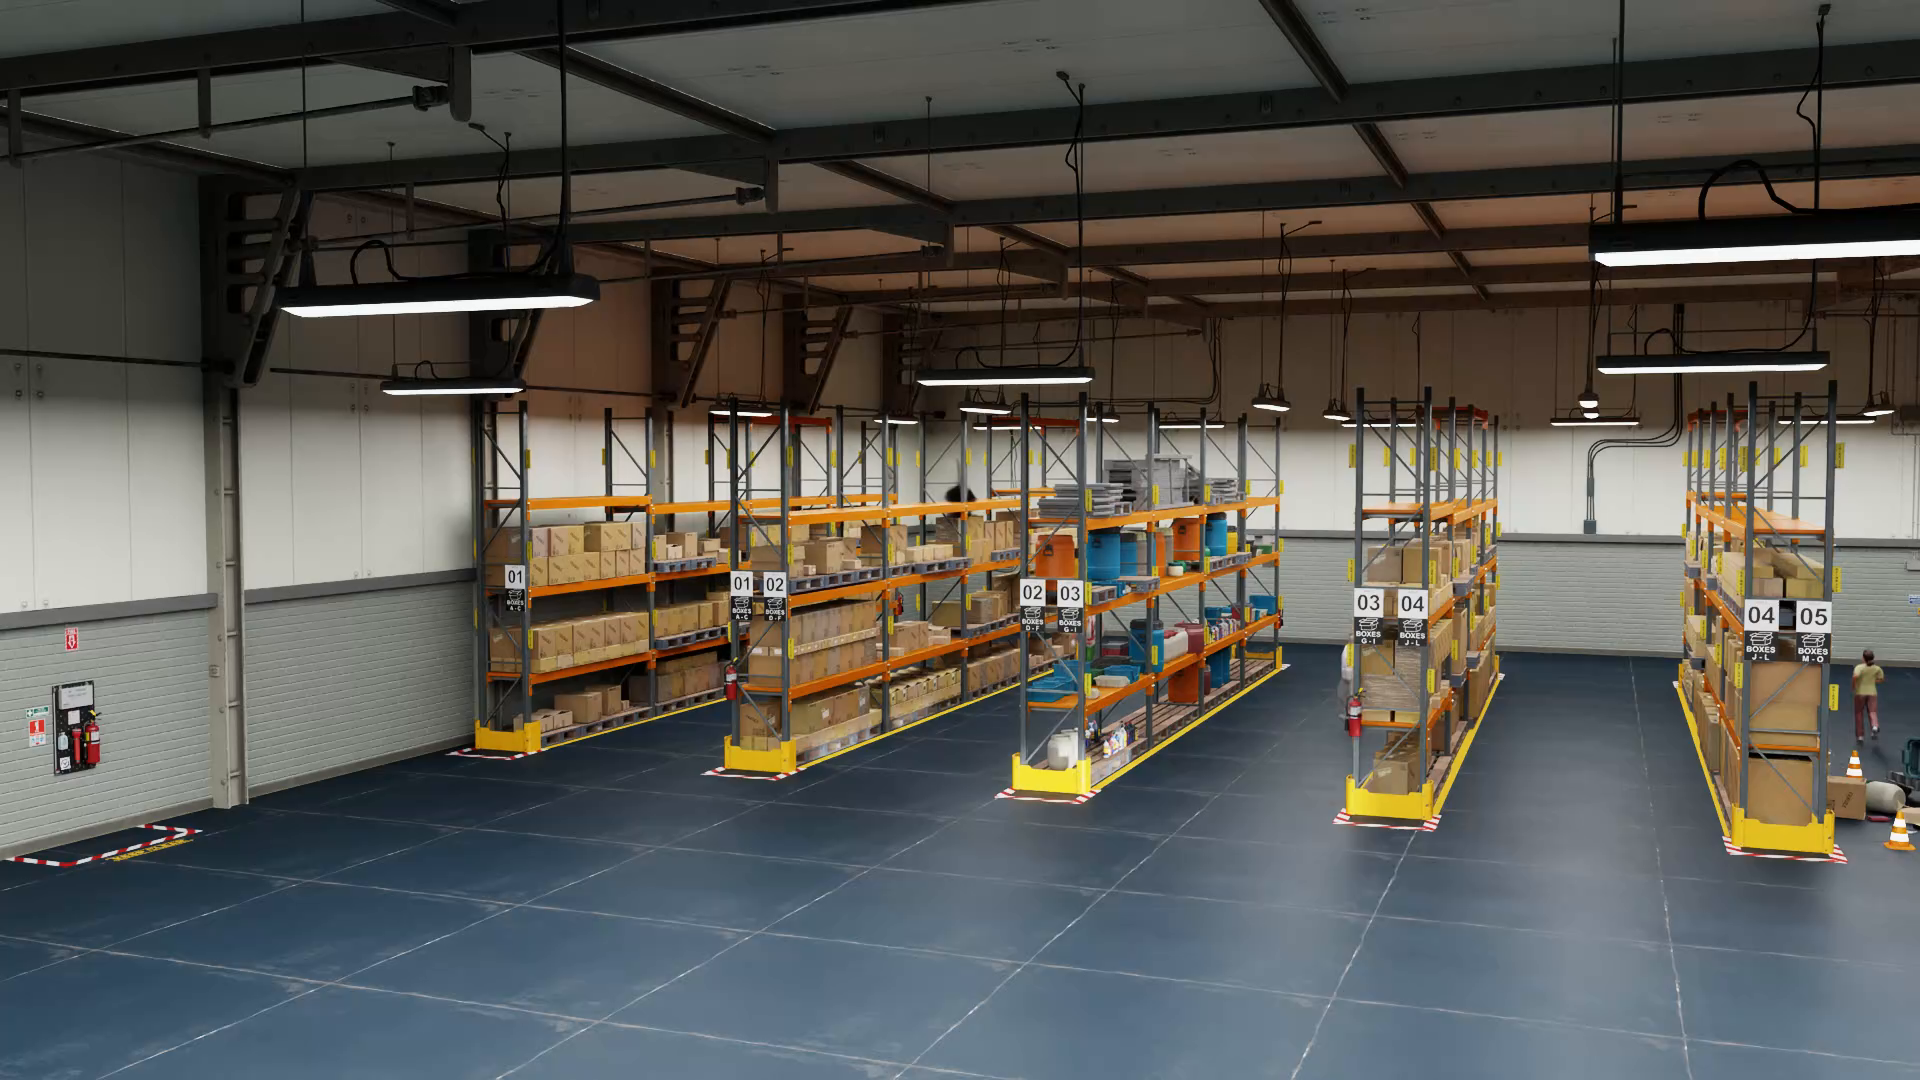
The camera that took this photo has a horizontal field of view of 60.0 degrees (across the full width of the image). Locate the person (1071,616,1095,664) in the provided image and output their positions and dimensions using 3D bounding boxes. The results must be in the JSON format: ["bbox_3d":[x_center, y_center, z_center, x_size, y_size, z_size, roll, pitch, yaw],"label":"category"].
[{"bbox_3d":[2.802,2.349,36.992,0.657,1.716,0.696,0,3,3],"label":"person"}]

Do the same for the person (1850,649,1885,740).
[{"bbox_3d":[15.965,2.744,29.270,0.573,1.644,0.903,1,3,16],"label":"person"}]

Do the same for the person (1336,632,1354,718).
[{"bbox_3d":[7.407,2.617,31.400,0.509,1.786,0.651,-2,3,-36],"label":"person"}]
